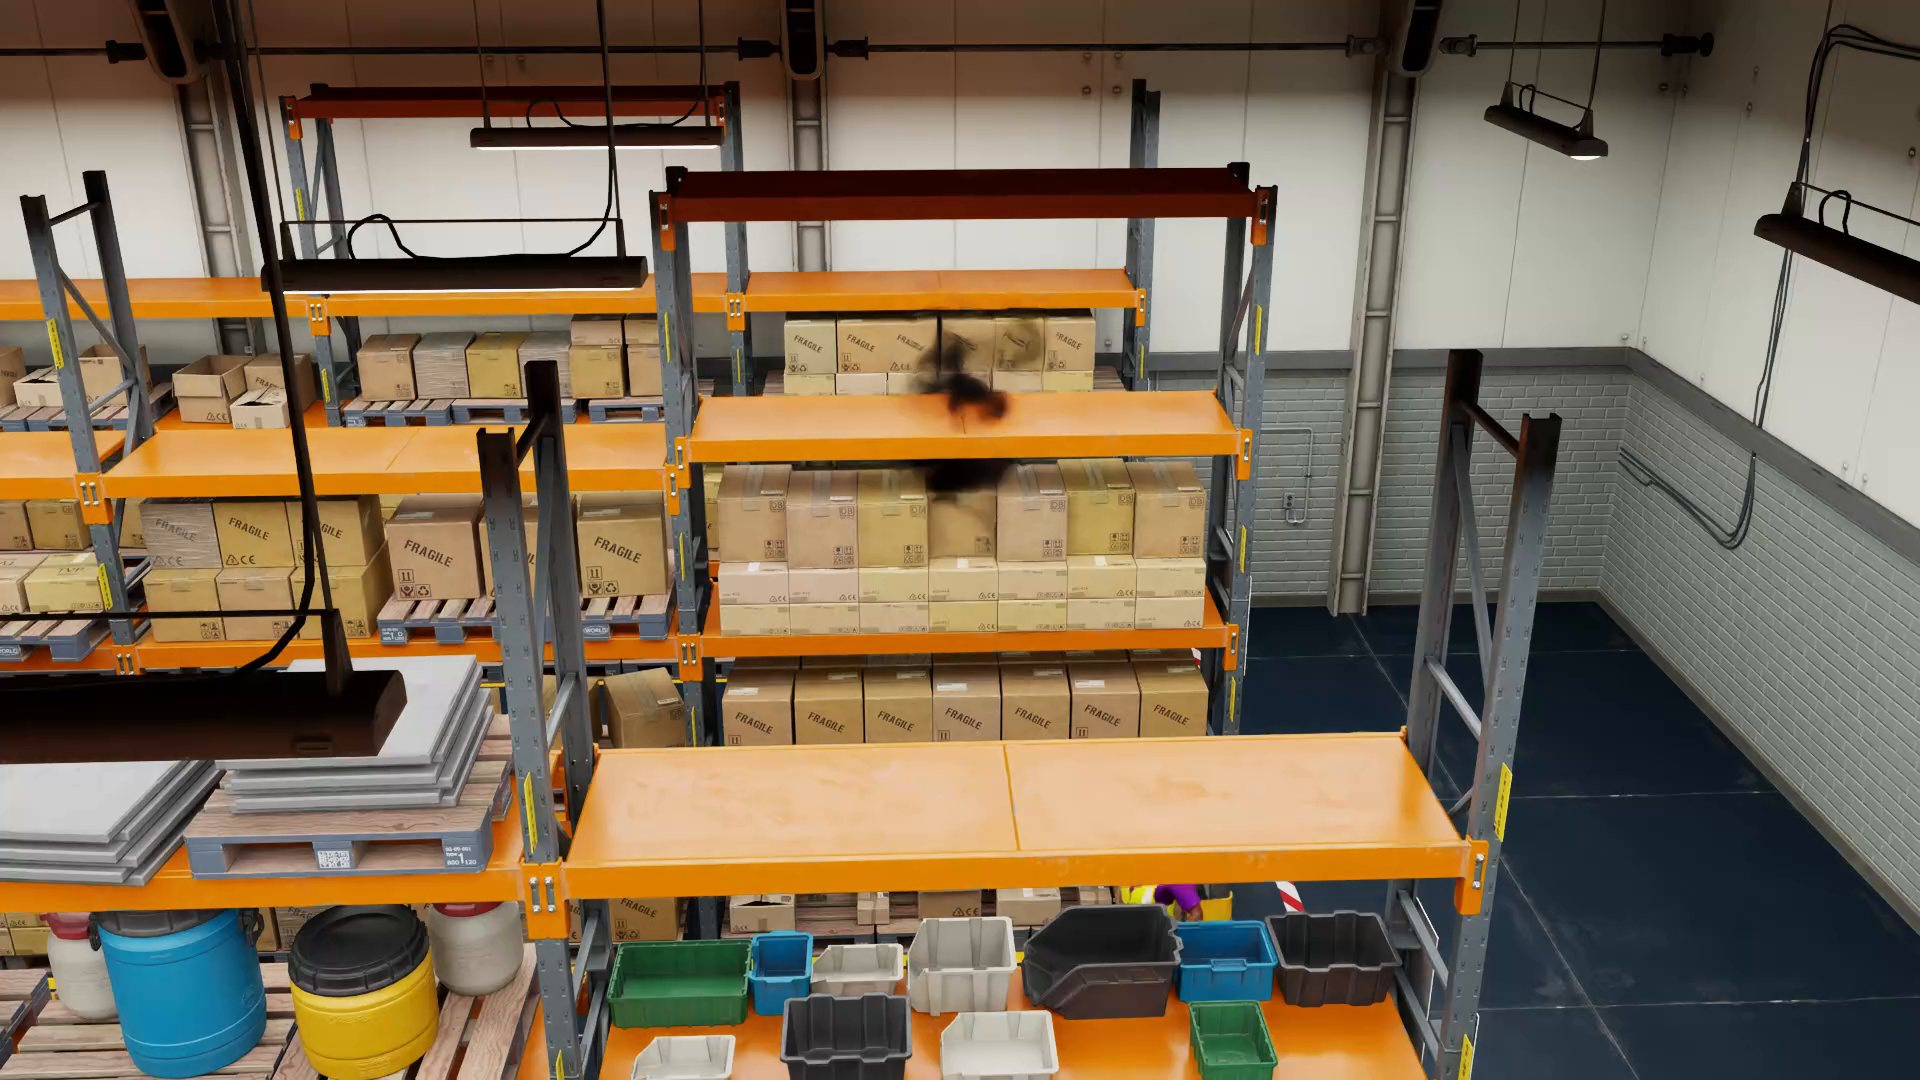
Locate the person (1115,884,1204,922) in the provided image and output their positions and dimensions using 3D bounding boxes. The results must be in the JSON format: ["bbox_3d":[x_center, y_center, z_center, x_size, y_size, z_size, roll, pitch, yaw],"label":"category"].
[{"bbox_3d":[1.276,2.735,11.470,0.689,1.742,0.749,-10,24,-23],"label":"person"}]
